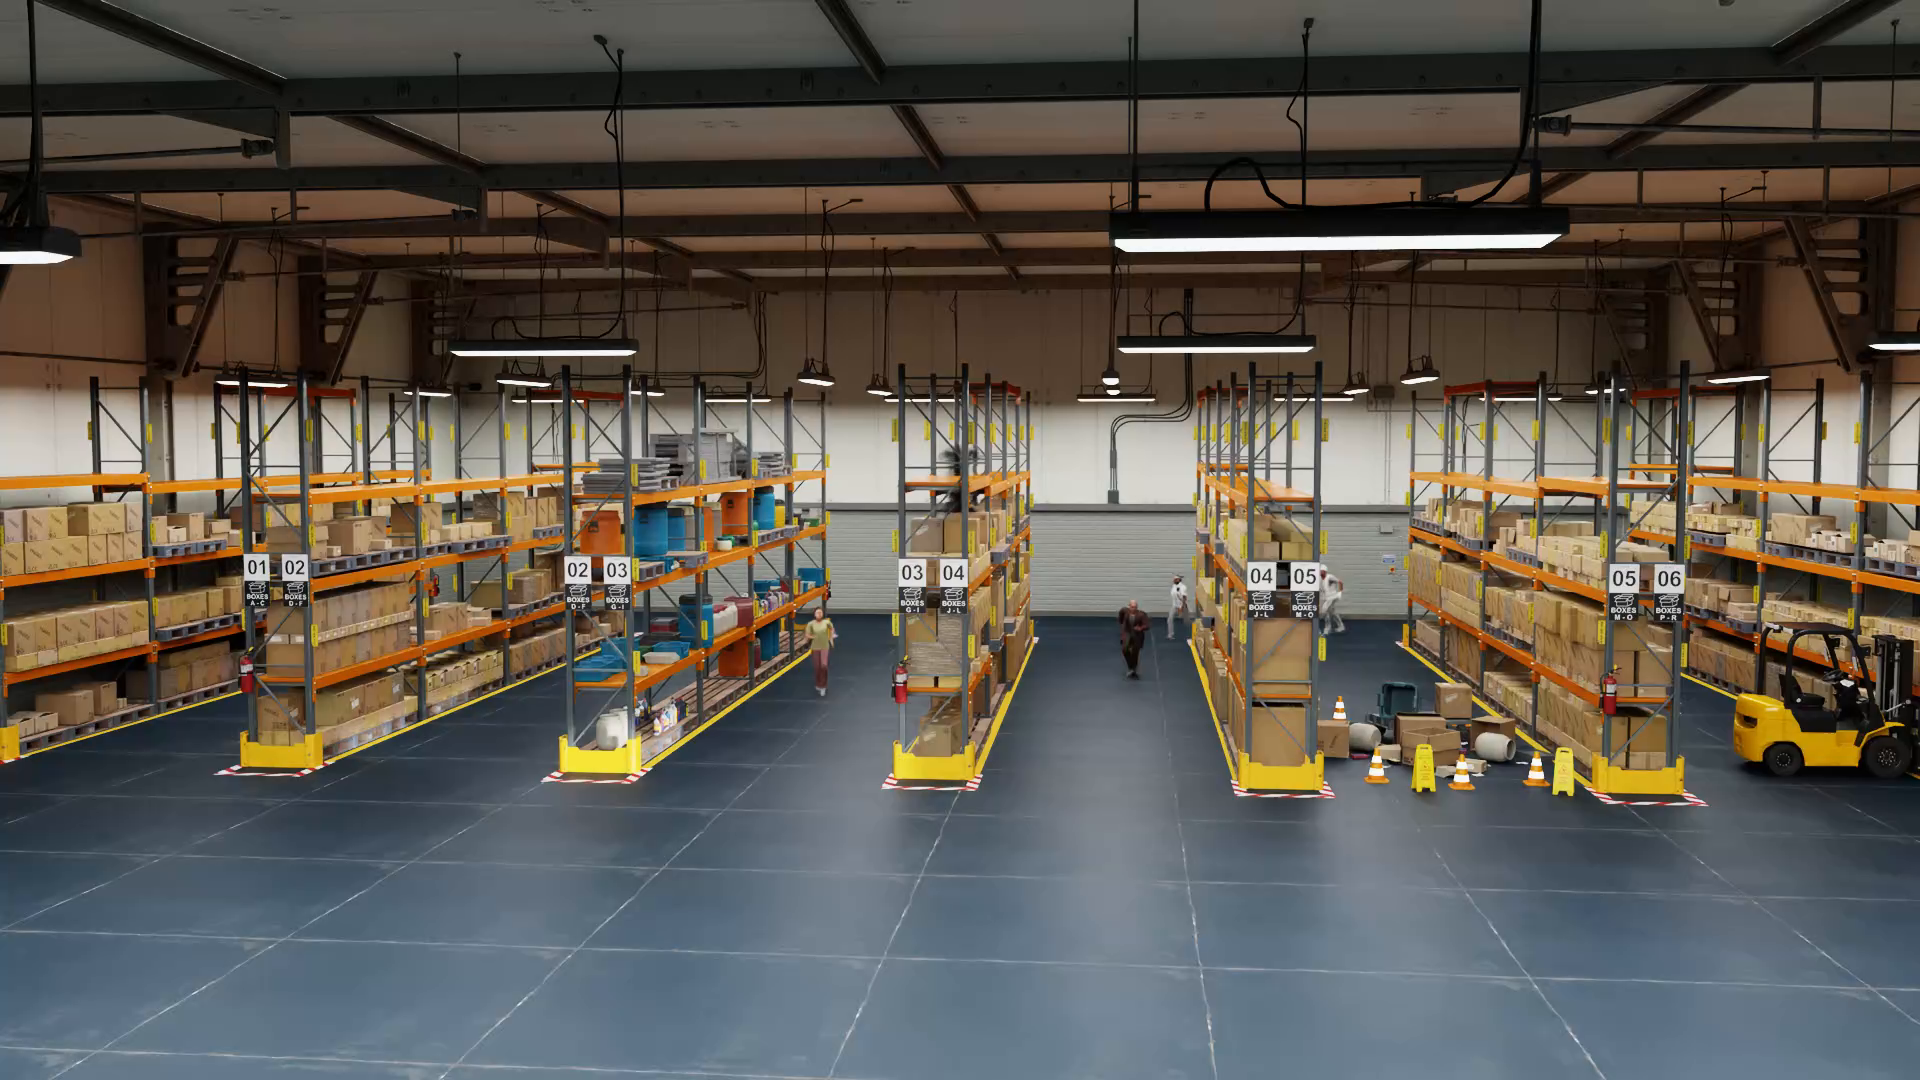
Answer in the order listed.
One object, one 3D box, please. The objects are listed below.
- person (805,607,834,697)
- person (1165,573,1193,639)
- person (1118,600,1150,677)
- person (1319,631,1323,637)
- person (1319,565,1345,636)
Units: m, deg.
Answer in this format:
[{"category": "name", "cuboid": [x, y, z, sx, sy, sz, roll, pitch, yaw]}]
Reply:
[{"category": "person", "cuboid": [-2.693, 2.125, 31.865, 0.528, 1.712, 0.803, 0, 4, 0]}, {"category": "person", "cuboid": [5.380, 1.601, 40.507, 0.968, 1.613, 0.585, -3, 5, -41]}, {"category": "person", "cuboid": [3.576, 1.993, 34.223, 0.734, 1.601, 1.185, 1, 4, 14]}, {"category": "person", "cuboid": [8.043, 1.597, 39.142, 1.042, 1.735, 0.629, 3, 5, 38]}, {"category": "person", "cuboid": [9.187, 1.486, 41.371, 0.990, 1.735, 0.719, -1, 4, -20]}]
